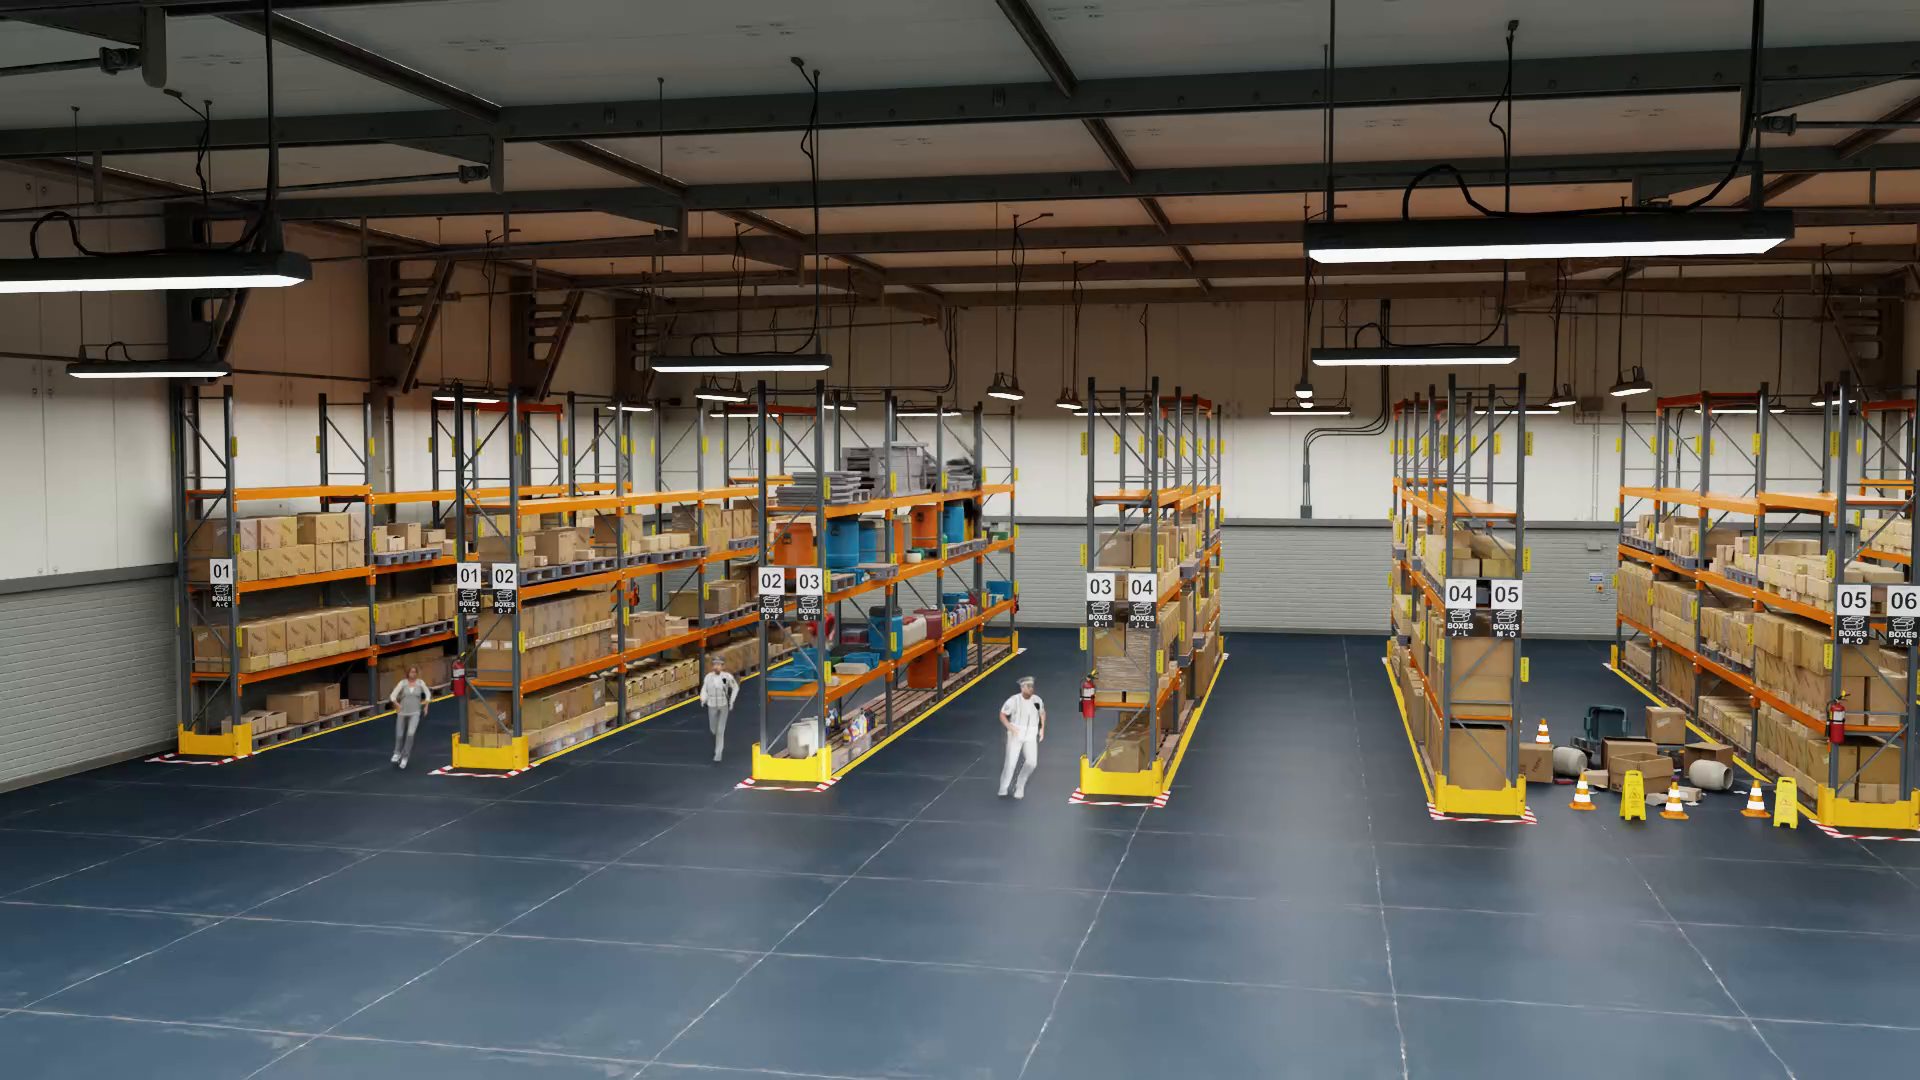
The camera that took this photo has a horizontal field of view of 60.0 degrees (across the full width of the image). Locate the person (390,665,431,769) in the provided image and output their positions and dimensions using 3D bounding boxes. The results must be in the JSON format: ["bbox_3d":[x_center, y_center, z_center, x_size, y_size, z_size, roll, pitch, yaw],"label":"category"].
[{"bbox_3d":[-8.634,2.761,26.101,0.613,1.606,0.612,-1,3,-14],"label":"person"}]

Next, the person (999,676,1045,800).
[{"bbox_3d":[0.917,2.818,23.724,0.720,1.764,0.636,-1,3,-12],"label":"person"}]

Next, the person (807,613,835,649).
[{"bbox_3d":[-2.943,2.185,35.270,0.644,1.740,0.660,0,3,5],"label":"person"}]

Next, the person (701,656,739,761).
[{"bbox_3d":[-3.867,2.679,26.844,0.610,1.667,0.757,0,3,5],"label":"person"}]
